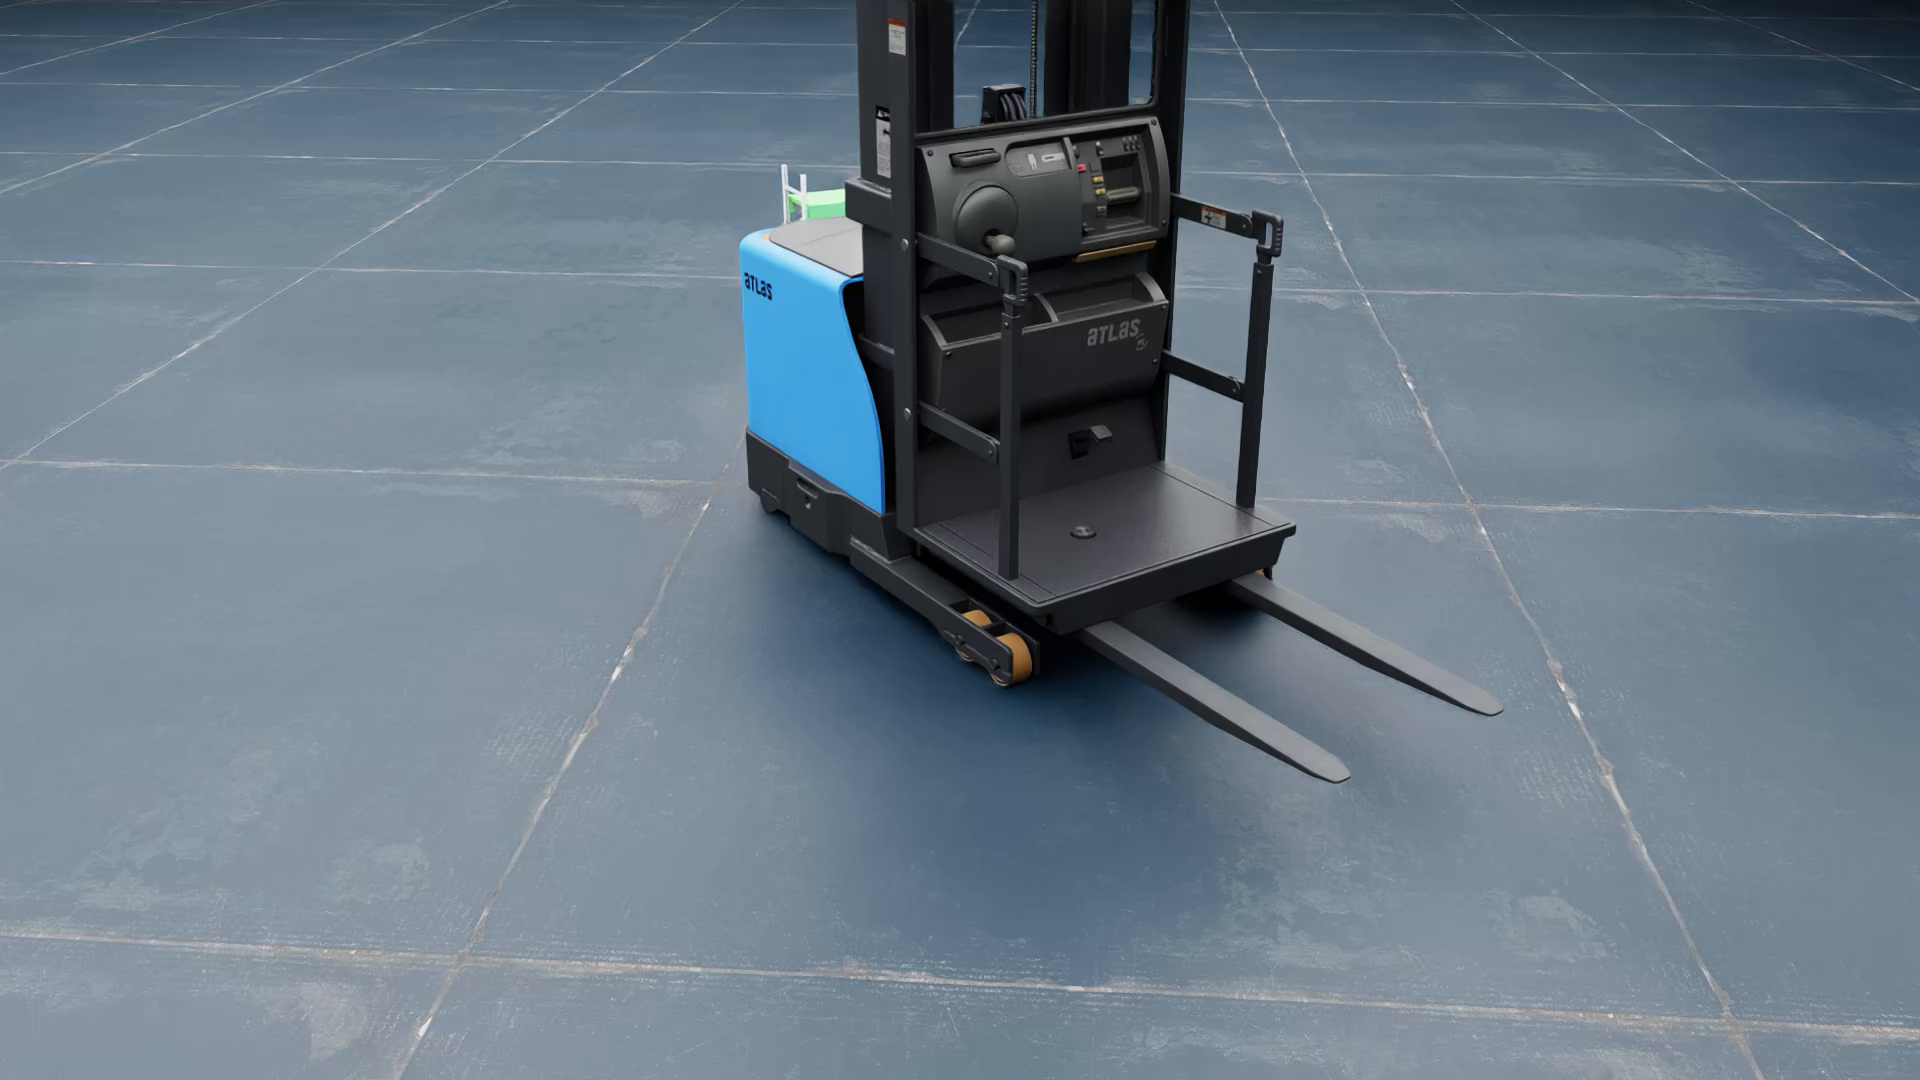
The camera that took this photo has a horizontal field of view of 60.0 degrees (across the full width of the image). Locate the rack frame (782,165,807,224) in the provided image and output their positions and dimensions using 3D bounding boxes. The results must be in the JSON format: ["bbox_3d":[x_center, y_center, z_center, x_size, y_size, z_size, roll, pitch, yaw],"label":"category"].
[{"bbox_3d":[-0.646,-0.901,6.763,0.015,1.200,0.240,-11,25,-23],"label":"rack frame"}]

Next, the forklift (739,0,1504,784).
[{"bbox_3d":[0.409,-1.097,5.129,1.130,2.935,3.031,-16,29,-31],"label":"forklift"}]

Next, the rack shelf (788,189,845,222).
[{"bbox_3d":[-0.430,-1.326,6.693,0.480,0.148,0.258,-11,25,-23],"label":"rack shelf"}]

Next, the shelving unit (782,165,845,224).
[{"bbox_3d":[-0.425,-0.944,6.857,0.503,1.200,0.258,-11,25,-23],"label":"shelving unit"}]
